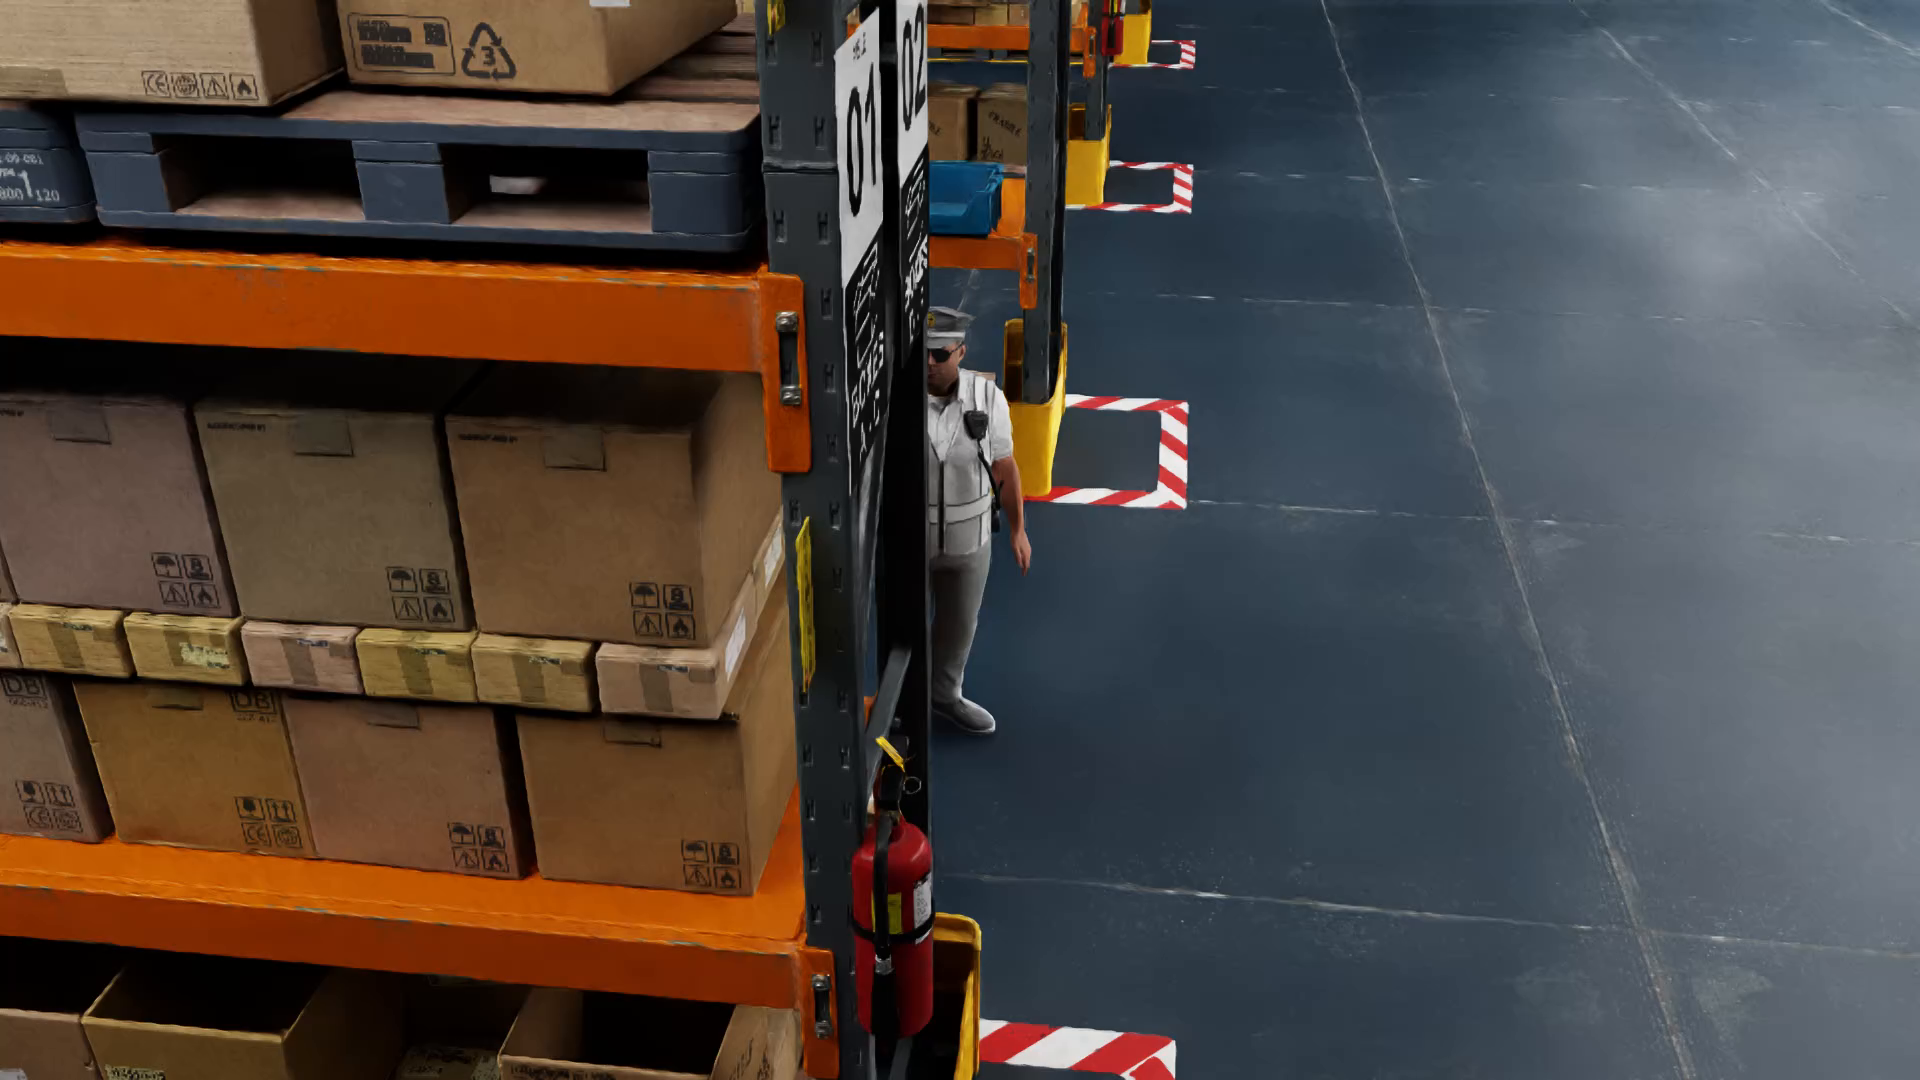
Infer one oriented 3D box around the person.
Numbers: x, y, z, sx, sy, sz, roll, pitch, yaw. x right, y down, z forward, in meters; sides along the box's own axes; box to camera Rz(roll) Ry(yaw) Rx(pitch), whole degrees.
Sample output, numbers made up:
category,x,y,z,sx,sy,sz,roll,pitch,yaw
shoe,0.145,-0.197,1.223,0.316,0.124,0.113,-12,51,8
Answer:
category,x,y,z,sx,sy,sz,roll,pitch,yaw
person,-0.058,-0.020,6.112,0.655,1.784,0.403,-3,28,-6
